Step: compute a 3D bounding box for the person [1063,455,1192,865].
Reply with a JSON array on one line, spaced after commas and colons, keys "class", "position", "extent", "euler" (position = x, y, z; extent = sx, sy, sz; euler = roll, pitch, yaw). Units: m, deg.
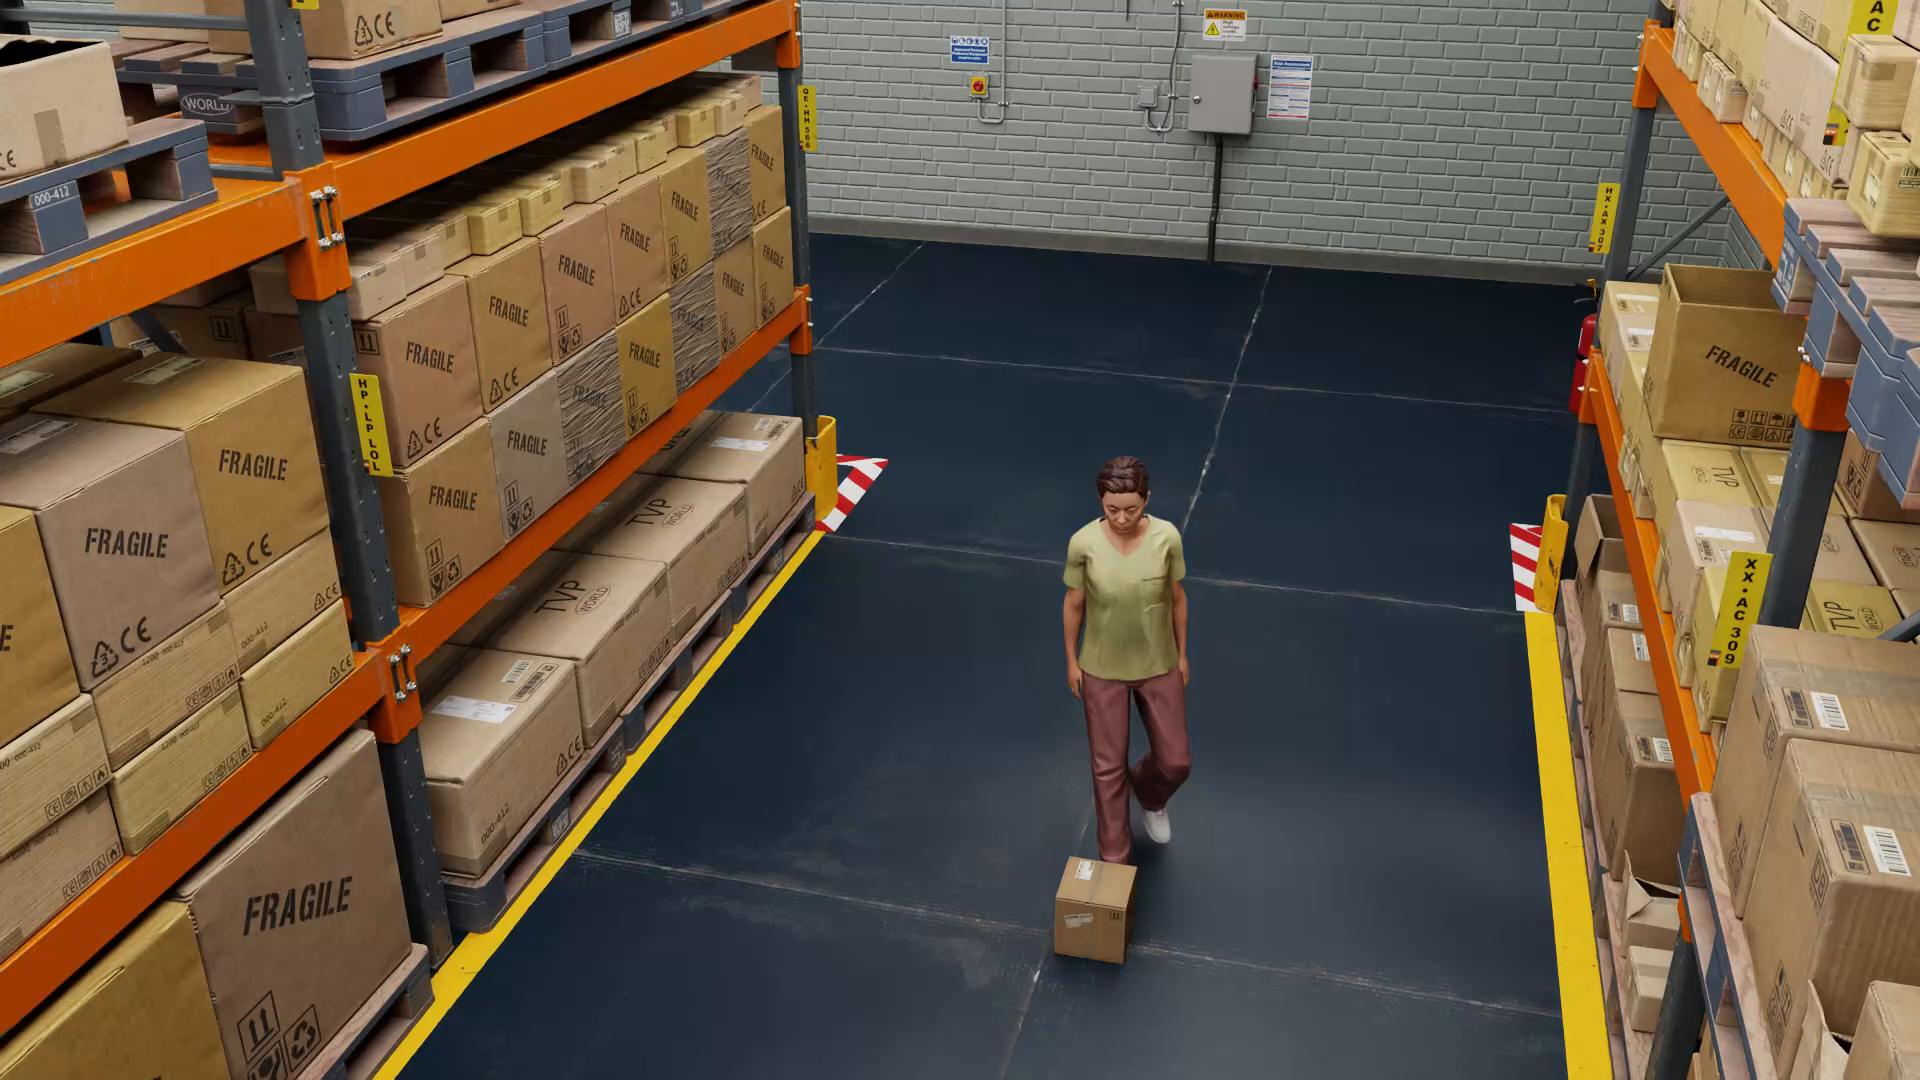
[{"class": "person", "position": [0.612, 0.483, 6.049], "extent": [0.478, 1.670, 0.610], "euler": [0, 25, -1]}]
